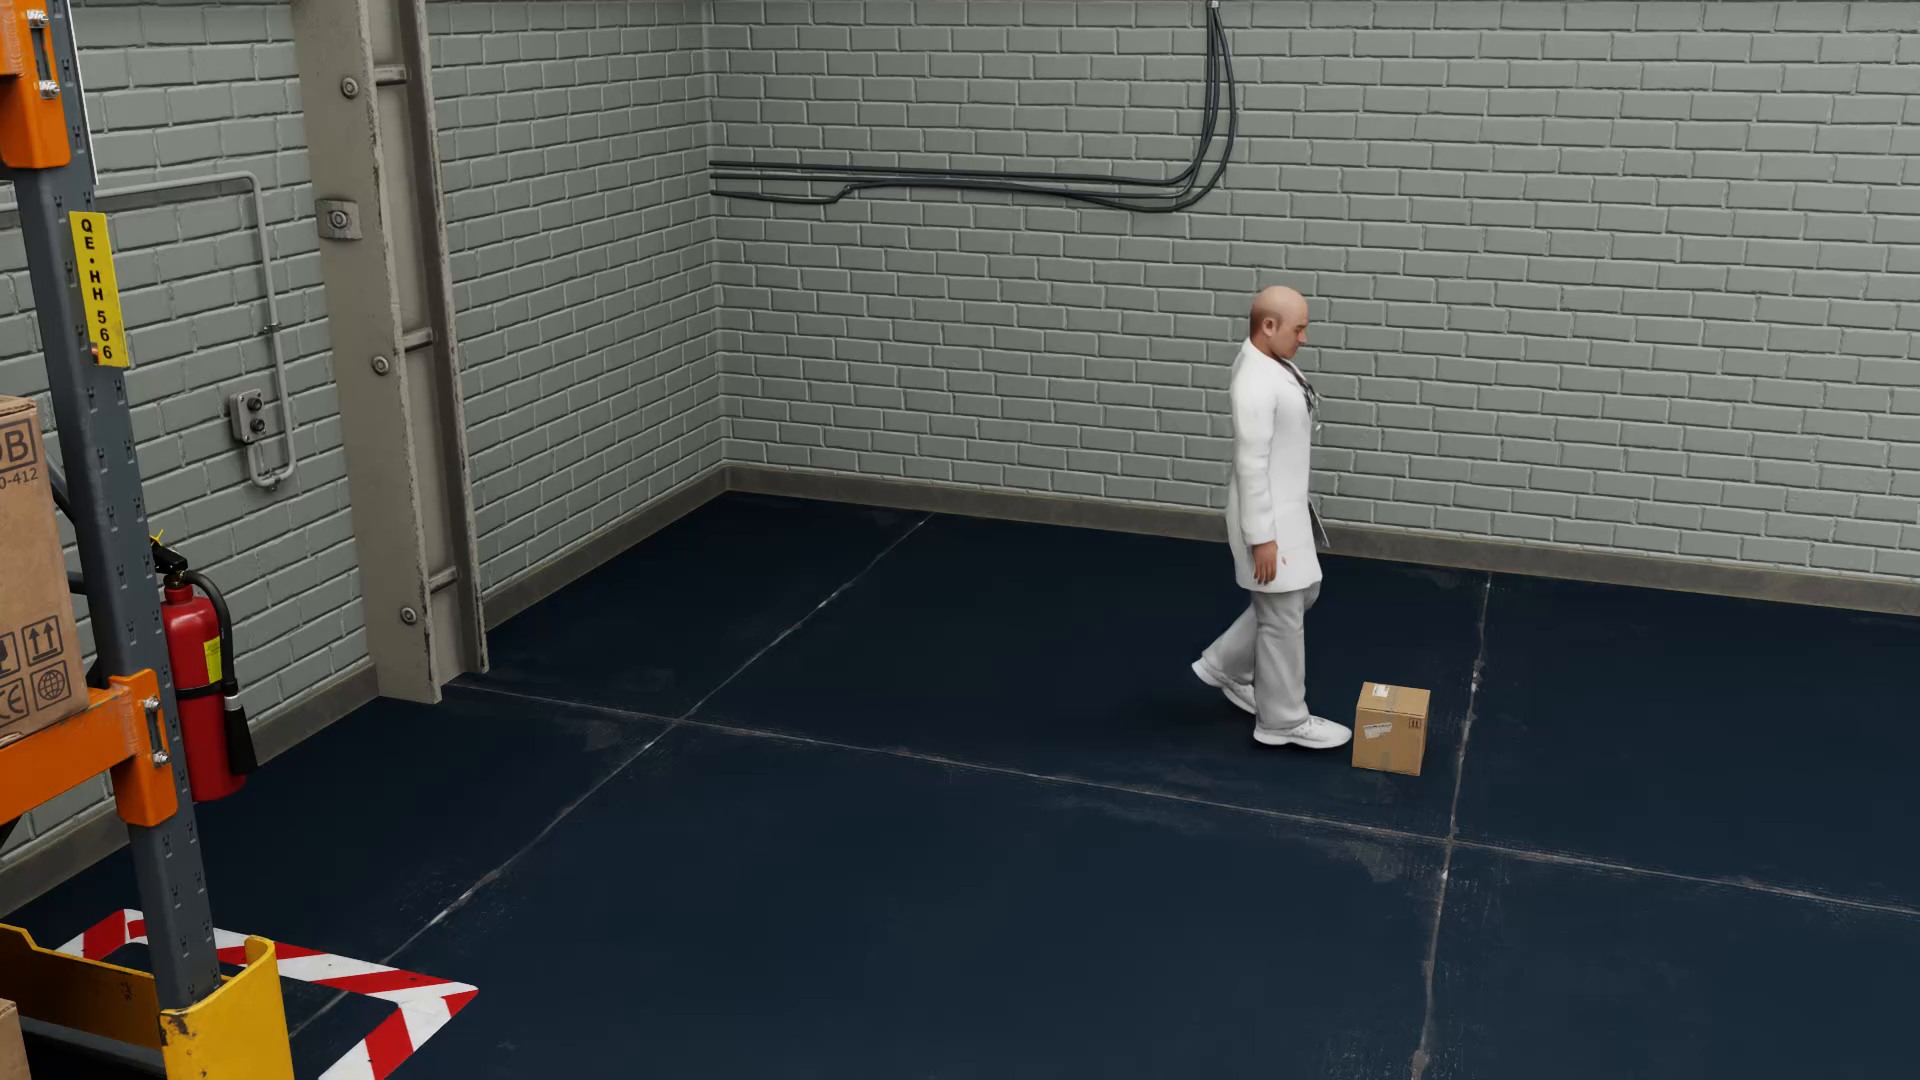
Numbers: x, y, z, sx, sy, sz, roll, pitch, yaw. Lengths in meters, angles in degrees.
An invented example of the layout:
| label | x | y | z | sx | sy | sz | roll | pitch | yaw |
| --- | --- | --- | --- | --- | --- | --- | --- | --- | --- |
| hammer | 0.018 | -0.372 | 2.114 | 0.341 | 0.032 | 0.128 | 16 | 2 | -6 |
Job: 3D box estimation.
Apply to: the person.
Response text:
| label | x | y | z | sx | sy | sz | roll | pitch | yaw |
| --- | --- | --- | --- | --- | --- | --- | --- | --- | --- |
| person | 1.209 | -0.057 | 6.246 | 0.634 | 1.735 | 0.607 | 3 | 19 | 10 |
